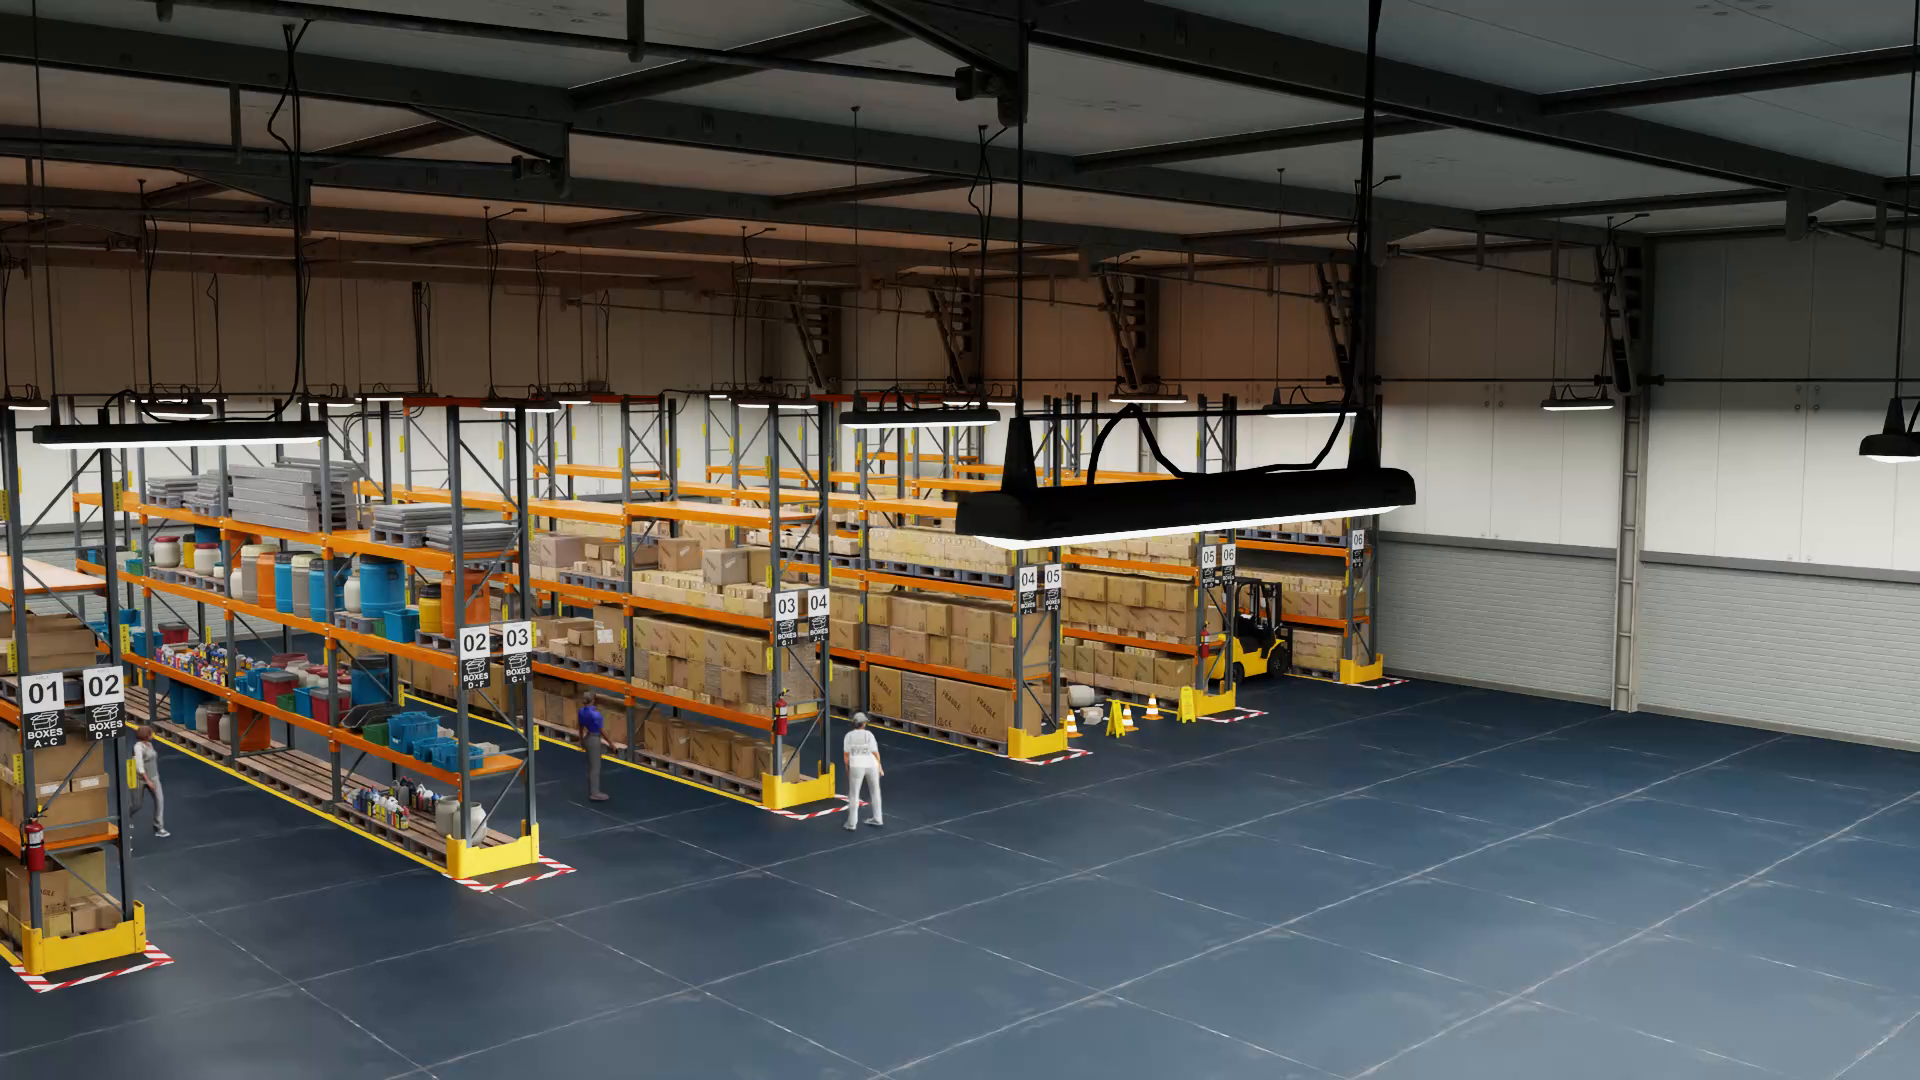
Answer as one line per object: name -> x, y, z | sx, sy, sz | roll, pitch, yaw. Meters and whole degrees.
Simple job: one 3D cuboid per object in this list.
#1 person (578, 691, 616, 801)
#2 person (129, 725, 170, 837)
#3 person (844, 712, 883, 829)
person -> -5.486, 3.094, 25.104 | 0.508, 1.685, 0.523 | -2, 6, -24
person -> -11.318, 3.327, 23.050 | 0.868, 1.543, 0.367 | 4, 7, 33
person -> -1.362, 3.237, 23.451 | 0.556, 1.657, 0.446 | -1, 6, -10
